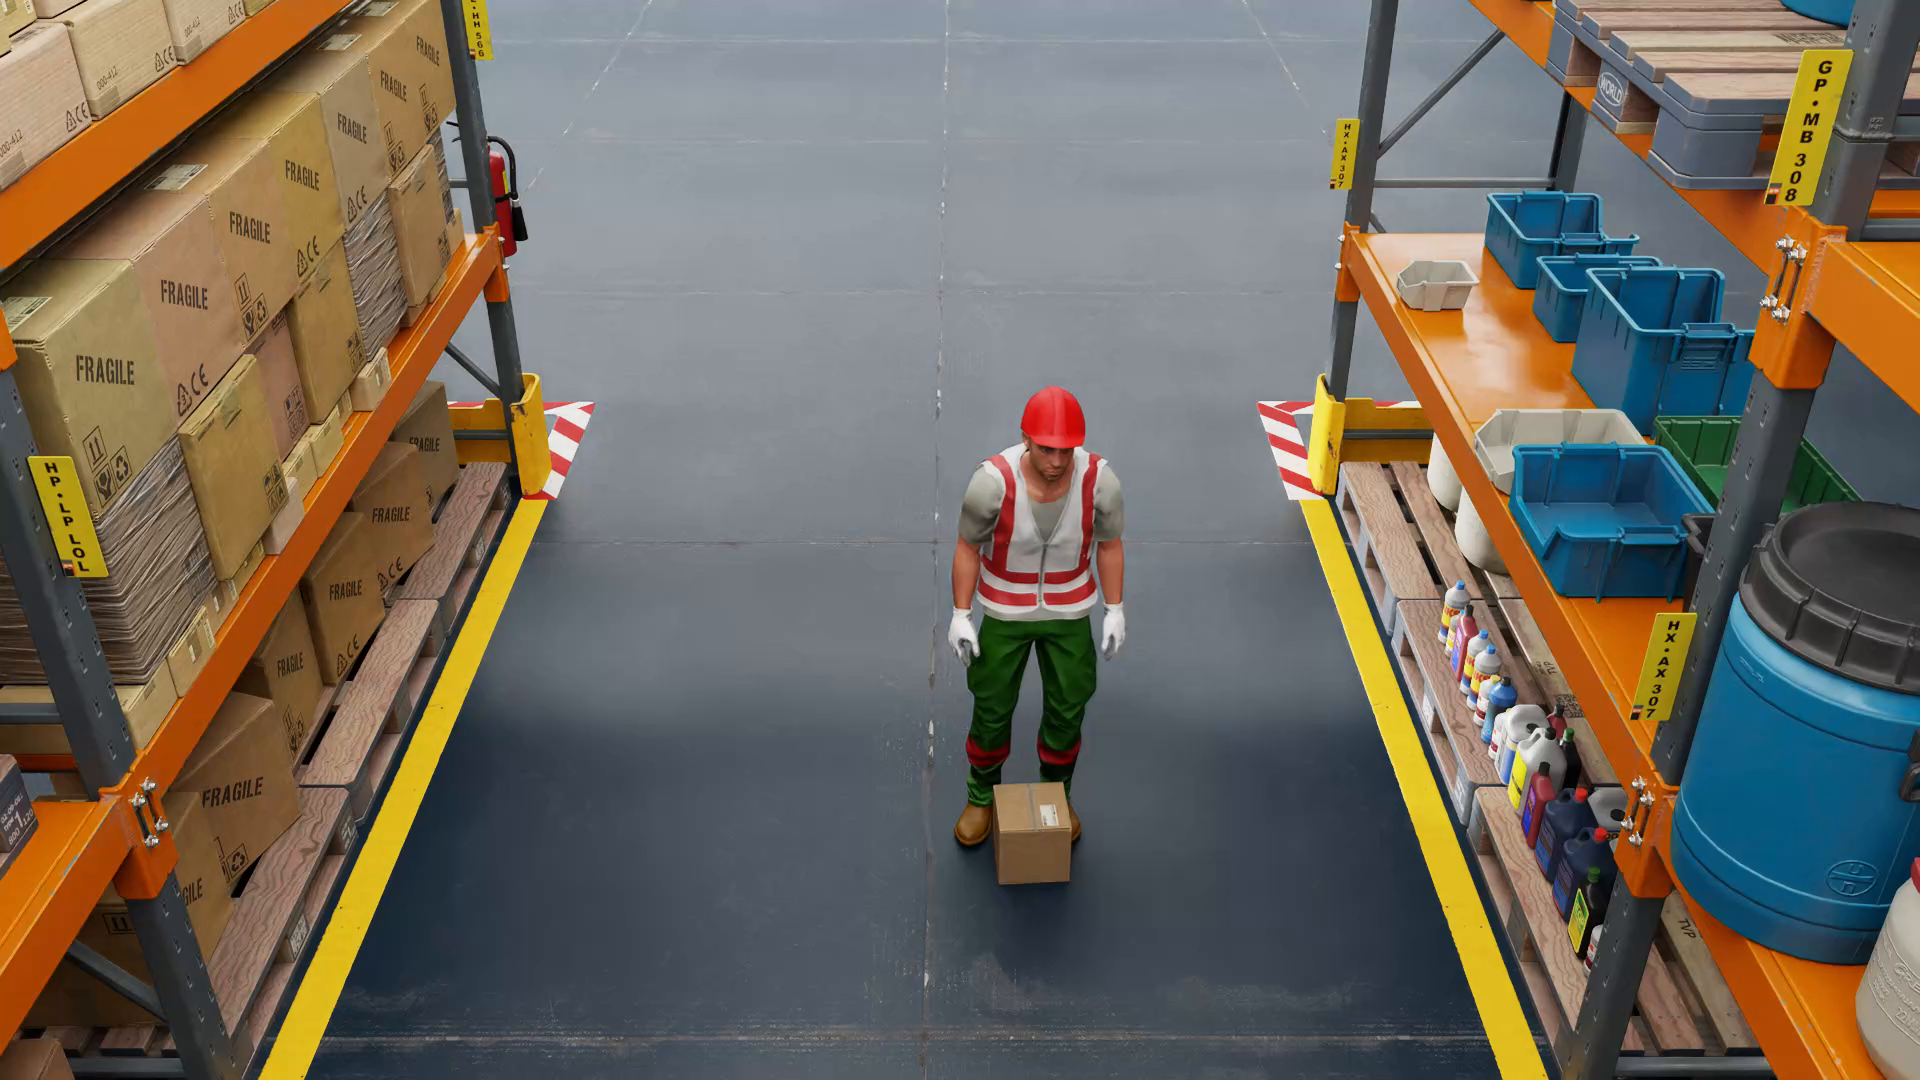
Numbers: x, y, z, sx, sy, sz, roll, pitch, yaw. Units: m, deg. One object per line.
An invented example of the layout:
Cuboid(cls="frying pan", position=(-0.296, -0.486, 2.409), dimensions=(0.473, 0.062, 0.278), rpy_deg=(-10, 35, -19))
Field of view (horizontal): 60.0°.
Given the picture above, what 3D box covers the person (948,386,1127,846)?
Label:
Cuboid(cls="person", position=(0.267, 0.267, 5.679), dimensions=(0.620, 1.780, 0.448), rpy_deg=(-2, 31, -3))
